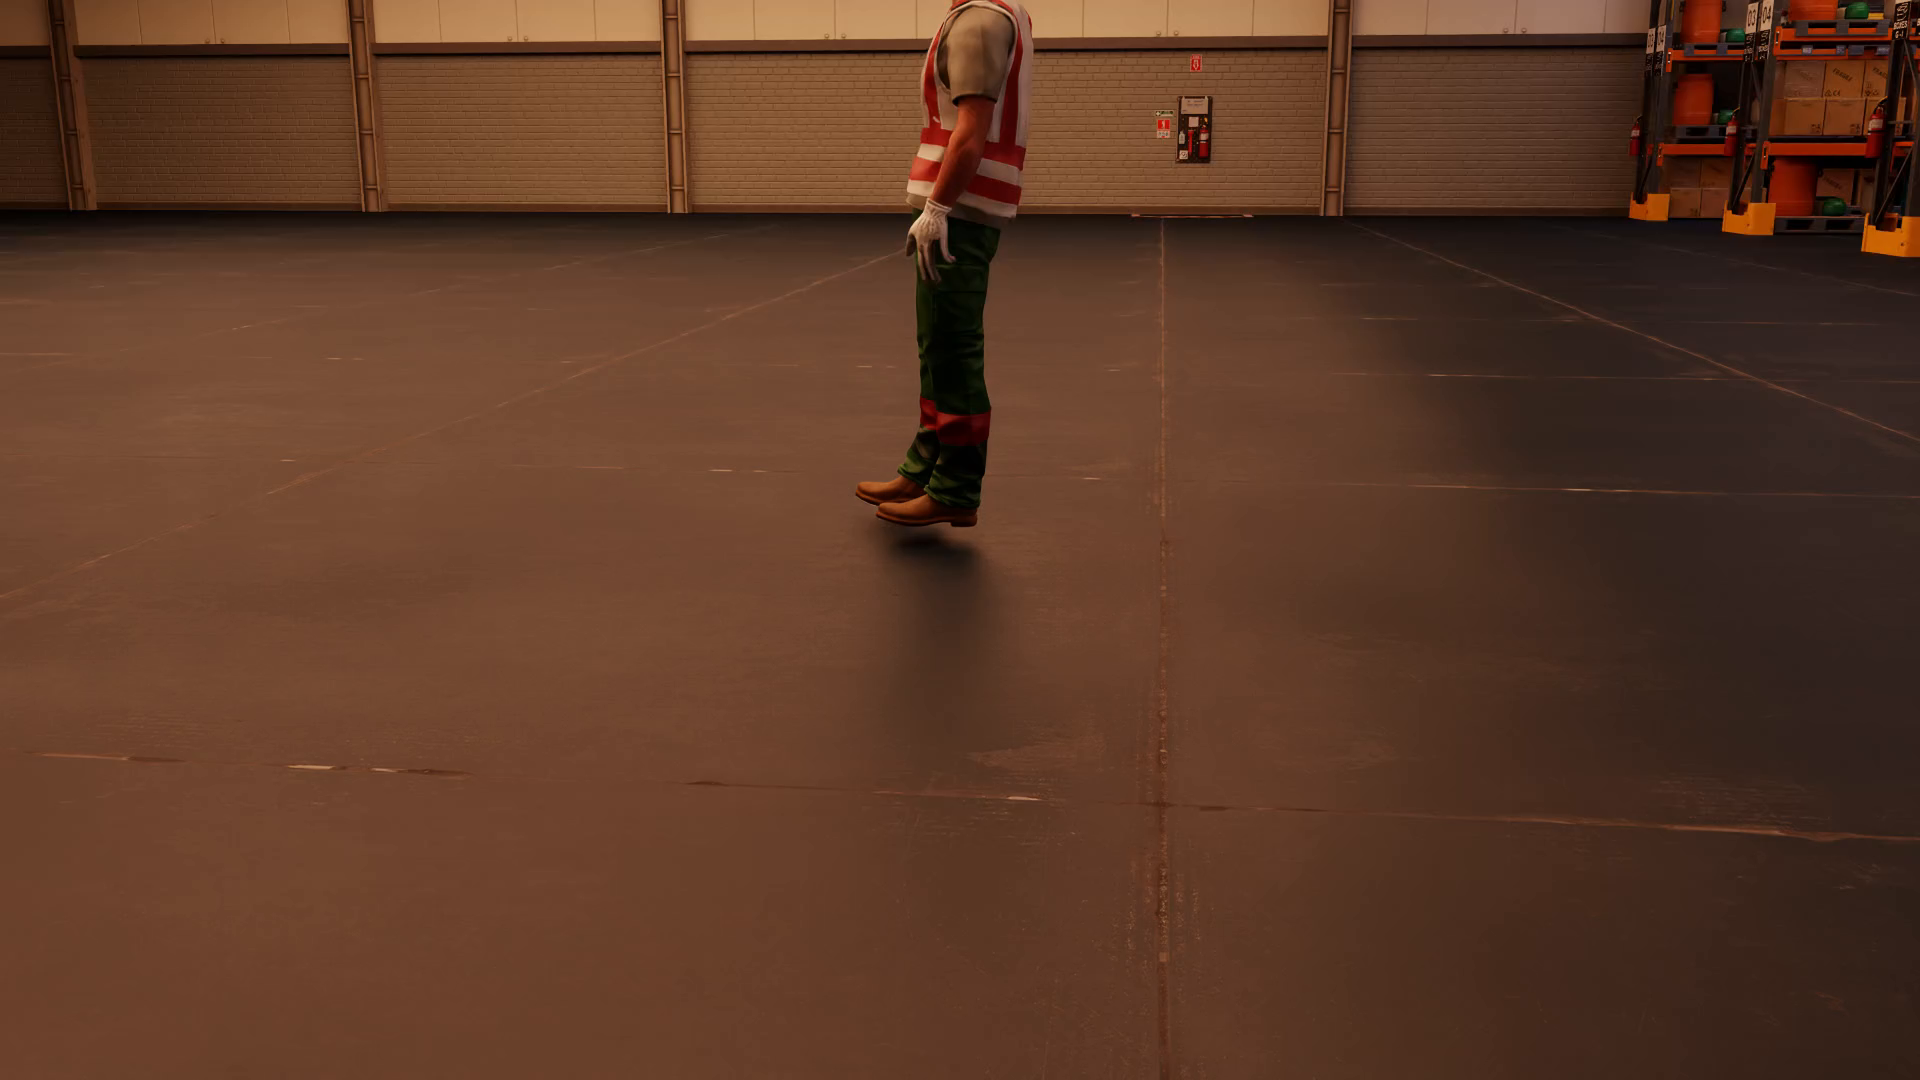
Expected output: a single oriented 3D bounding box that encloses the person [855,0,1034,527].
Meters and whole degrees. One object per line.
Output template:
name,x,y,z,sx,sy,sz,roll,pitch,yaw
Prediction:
person,-0.079,-0.923,4.753,0.561,1.789,0.637,2,13,7
